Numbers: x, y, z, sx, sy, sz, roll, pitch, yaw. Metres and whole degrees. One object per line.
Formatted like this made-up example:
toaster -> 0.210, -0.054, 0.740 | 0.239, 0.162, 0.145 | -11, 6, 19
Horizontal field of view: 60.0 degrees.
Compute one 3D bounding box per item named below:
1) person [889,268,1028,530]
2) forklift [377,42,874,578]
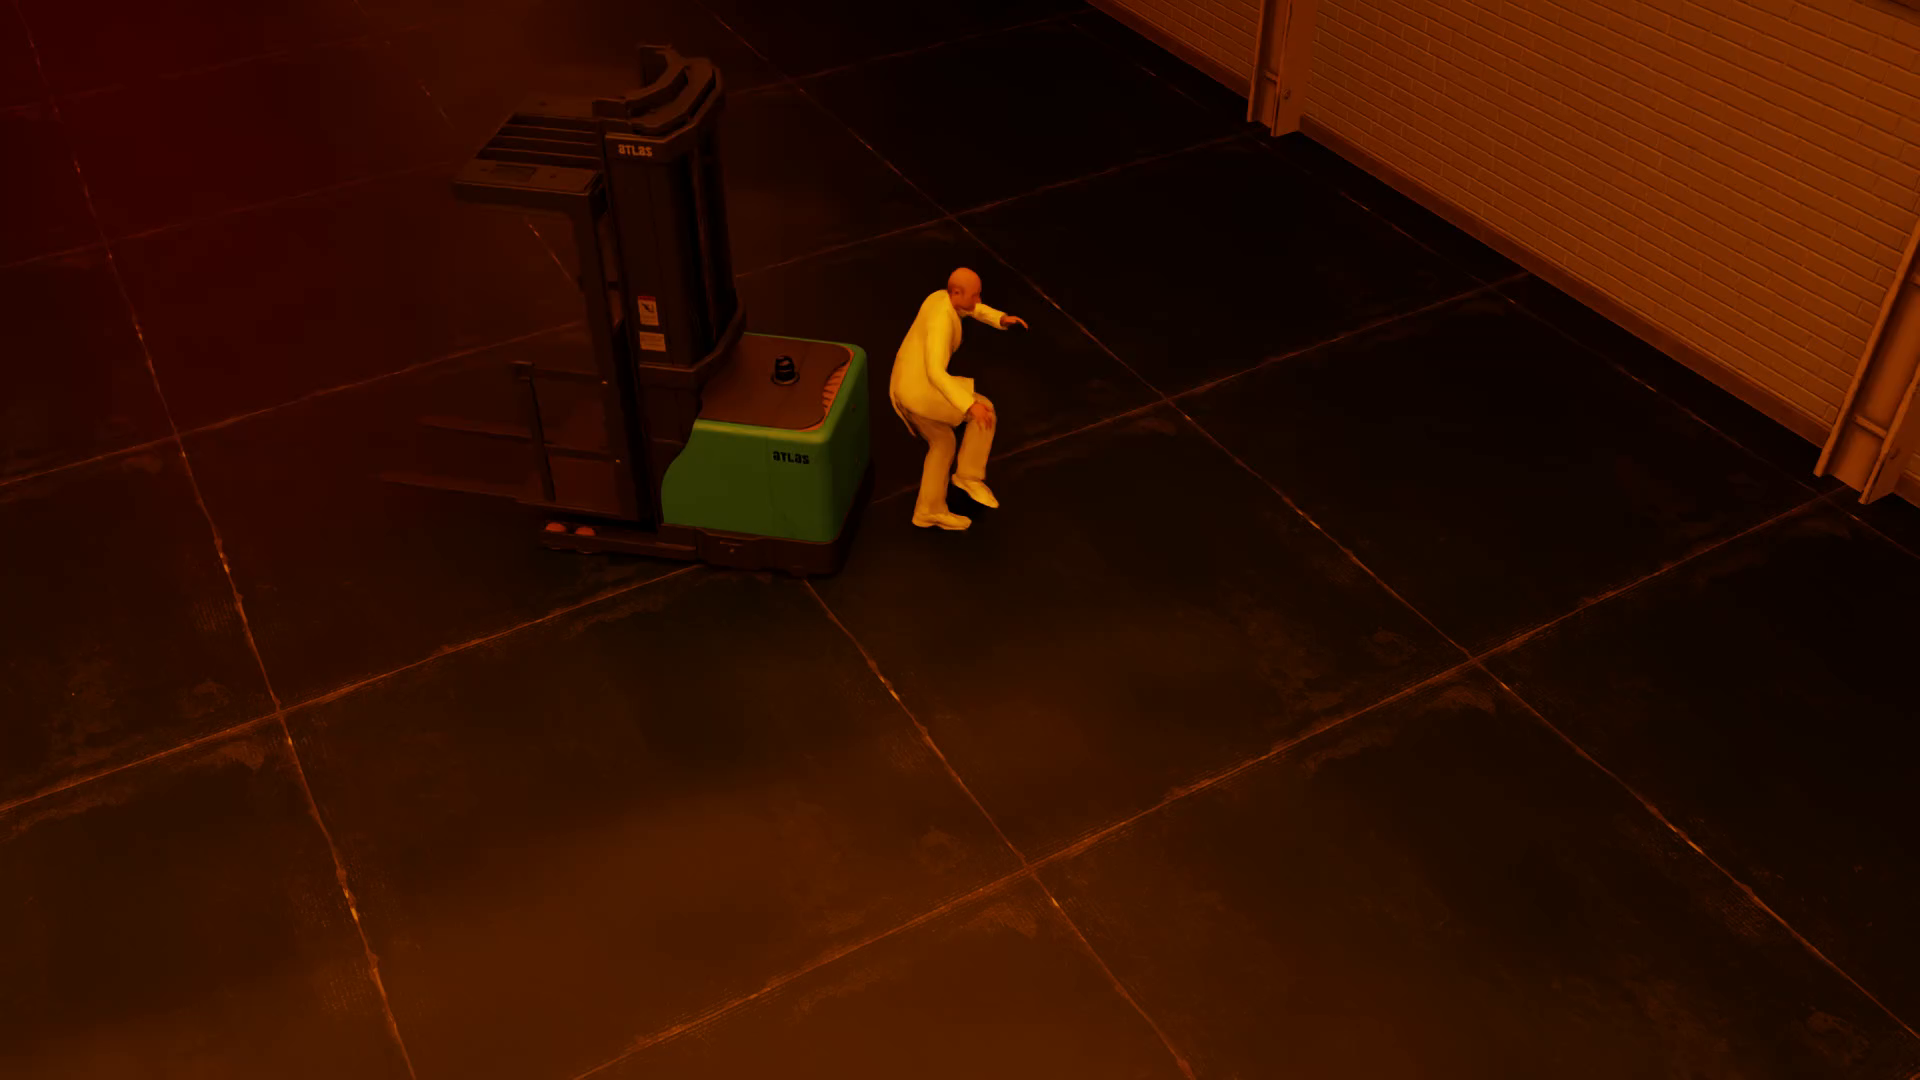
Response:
person -> 0.030, -0.914, 10.246 | 0.906, 1.542, 1.033 | -11, 41, -13
forklift -> -2.119, -1.368, 9.686 | 3.031, 2.935, 1.130 | 7, 40, 9
